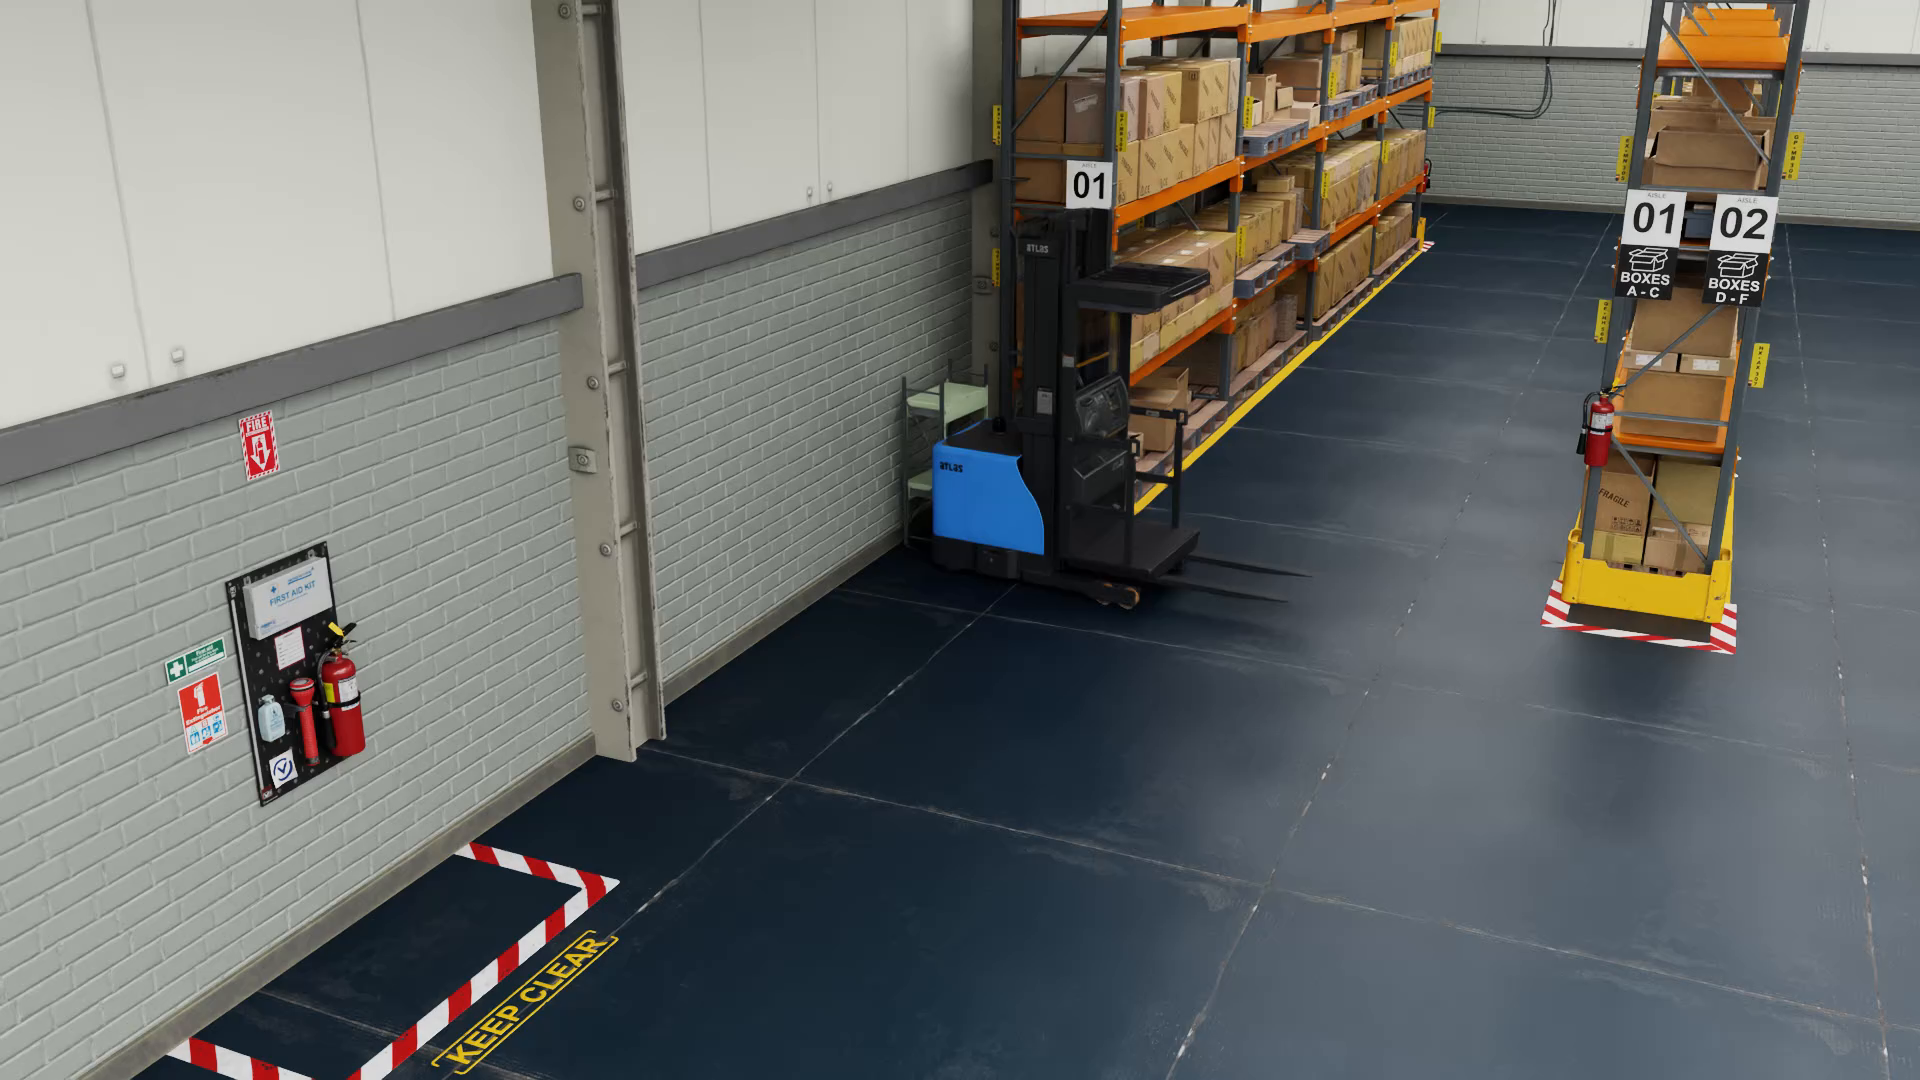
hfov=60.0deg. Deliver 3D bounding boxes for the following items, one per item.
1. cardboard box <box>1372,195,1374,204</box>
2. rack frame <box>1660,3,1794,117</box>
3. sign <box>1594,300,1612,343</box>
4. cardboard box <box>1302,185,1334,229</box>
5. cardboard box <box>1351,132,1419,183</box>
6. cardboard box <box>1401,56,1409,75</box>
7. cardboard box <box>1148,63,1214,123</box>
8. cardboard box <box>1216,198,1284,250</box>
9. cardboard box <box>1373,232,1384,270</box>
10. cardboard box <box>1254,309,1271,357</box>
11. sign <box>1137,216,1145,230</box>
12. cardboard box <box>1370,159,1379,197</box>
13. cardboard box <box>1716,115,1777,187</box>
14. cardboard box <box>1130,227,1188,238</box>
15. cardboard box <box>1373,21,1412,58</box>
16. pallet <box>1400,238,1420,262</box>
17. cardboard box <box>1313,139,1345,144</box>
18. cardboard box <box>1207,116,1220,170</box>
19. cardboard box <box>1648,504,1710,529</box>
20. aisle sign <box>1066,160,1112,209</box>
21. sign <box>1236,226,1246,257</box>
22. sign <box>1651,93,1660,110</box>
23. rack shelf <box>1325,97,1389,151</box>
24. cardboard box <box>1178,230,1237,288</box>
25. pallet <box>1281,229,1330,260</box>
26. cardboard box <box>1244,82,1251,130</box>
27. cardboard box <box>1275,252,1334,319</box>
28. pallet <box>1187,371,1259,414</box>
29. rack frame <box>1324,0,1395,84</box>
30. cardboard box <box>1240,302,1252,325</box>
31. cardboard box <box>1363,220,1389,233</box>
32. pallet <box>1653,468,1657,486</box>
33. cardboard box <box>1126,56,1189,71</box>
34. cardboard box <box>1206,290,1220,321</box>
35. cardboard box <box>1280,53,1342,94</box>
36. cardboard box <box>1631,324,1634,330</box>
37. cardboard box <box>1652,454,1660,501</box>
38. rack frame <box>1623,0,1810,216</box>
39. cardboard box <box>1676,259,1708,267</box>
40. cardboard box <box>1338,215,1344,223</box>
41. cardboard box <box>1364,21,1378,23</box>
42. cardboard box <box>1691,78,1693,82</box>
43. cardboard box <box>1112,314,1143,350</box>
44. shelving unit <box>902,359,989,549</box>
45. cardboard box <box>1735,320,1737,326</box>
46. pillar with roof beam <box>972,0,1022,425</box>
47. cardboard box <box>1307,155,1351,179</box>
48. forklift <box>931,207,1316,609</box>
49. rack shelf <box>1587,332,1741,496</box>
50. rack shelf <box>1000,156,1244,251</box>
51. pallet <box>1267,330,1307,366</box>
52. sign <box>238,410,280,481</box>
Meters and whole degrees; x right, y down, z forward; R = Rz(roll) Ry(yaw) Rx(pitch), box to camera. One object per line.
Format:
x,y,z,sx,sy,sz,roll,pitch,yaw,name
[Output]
5.859,-5.008,24.418,0.380,0.149,0.250,9,21,23,cardboard box
6.984,-4.961,14.989,1.000,3.000,0.127,9,21,23,rack frame
4.857,-1.648,12.544,0.100,0.325,0.005,9,21,23,sign
4.534,-4.346,21.589,0.500,0.500,0.500,9,22,24,cardboard box
6.890,-6.242,27.095,0.980,0.700,0.700,8,21,22,cardboard box
6.484,-7.175,25.139,0.500,0.250,0.500,8,21,22,cardboard box
2.086,-4.234,15.749,0.500,0.500,0.500,8,21,21,cardboard box
3.428,-3.761,19.763,0.700,0.500,0.500,9,21,23,cardboard box
6.139,-4.493,25.731,0.700,0.500,0.500,9,21,23,cardboard box
3.359,-2.541,20.211,0.700,0.500,0.500,8,21,22,cardboard box
1.955,-3.434,17.919,0.100,0.325,0.005,9,21,23,sign
5.780,-5.280,24.215,0.500,0.500,0.500,8,21,22,cardboard box
6.275,-3.106,13.265,0.500,0.500,0.500,9,21,23,cardboard box
2.080,-2.990,17.475,0.500,0.500,0.500,8,21,21,cardboard box
6.492,-7.537,25.037,0.500,0.500,0.500,8,21,22,cardboard box
7.121,-4.912,27.967,1.003,0.211,1.213,9,21,23,pallet
5.313,-5.704,24.288,0.500,0.250,0.500,9,22,24,cardboard box
2.263,-3.942,16.420,0.500,0.500,0.500,7,21,18,cardboard box
5.970,-0.101,13.753,0.500,0.250,0.500,9,21,23,cardboard box
1.069,-2.752,13.851,0.394,0.787,0.004,9,21,23,aisle sign
2.961,-3.149,17.555,0.100,0.325,0.005,9,21,23,sign
6.485,-4.011,15.553,0.100,0.325,0.005,9,21,23,sign
4.920,-5.722,22.678,1.077,0.370,4.000,9,21,23,rack shelf
2.552,-2.918,17.273,0.500,0.500,0.500,8,21,23,cardboard box
3.907,-3.713,20.719,1.213,0.211,1.003,9,21,23,pallet
2.760,-4.628,17.752,0.500,0.500,0.500,12,23,30,cardboard box
4.522,-3.428,22.212,0.750,0.750,0.750,8,21,22,cardboard box
2.781,-1.737,19.039,1.003,0.211,1.213,9,21,23,pallet
5.739,-8.085,23.774,1.000,3.000,0.127,9,21,23,rack frame
3.136,-2.718,19.589,0.500,0.250,0.500,8,21,21,cardboard box
6.446,-4.879,25.846,0.380,0.149,0.250,9,22,25,cardboard box
6.620,-0.583,15.794,1.003,0.211,1.213,9,21,23,pallet
2.002,-4.643,16.901,0.500,0.500,0.500,9,21,24,cardboard box
2.334,-2.414,16.975,0.500,0.250,0.500,9,21,23,cardboard box
4.655,-6.196,22.133,0.700,0.500,0.500,10,22,25,cardboard box
5.644,-1.642,13.493,0.380,0.149,0.250,9,21,23,cardboard box
6.165,-0.609,14.061,0.500,0.500,0.500,9,21,23,cardboard box
5.346,-3.738,11.551,1.000,3.000,0.127,9,21,23,rack frame
5.987,-2.043,13.651,0.700,0.500,0.500,9,21,23,cardboard box
5.066,-4.466,22.896,0.380,0.149,0.250,9,21,23,cardboard box
6.023,-7.603,25.223,0.500,0.500,0.500,8,21,21,cardboard box
9.443,-5.733,20.712,0.600,0.600,0.600,8,21,21,cardboard box
1.295,-1.987,14.655,0.500,0.500,0.500,9,21,23,cardboard box
-0.118,-0.723,14.262,0.431,1.500,0.755,11,22,29,shelving unit
6.229,-1.749,13.793,0.380,0.149,0.250,8,21,22,cardboard box
4.250,-4.159,12.733,9.100,9.000,0.400,9,21,23,pillar with roof beam
4.943,-5.007,22.329,0.500,0.250,0.500,9,21,23,cardboard box
1.303,-1.047,13.040,3.031,2.935,1.130,10,22,27,forklift
6.165,-1.184,14.396,1.077,0.370,4.000,9,21,23,rack shelf
1.644,-3.276,15.801,1.077,0.370,4.000,9,21,23,rack shelf
3.780,-2.483,21.137,1.003,0.211,1.213,9,21,23,pallet
-3.275,-0.442,7.776,0.001,0.298,0.199,9,21,23,sign
